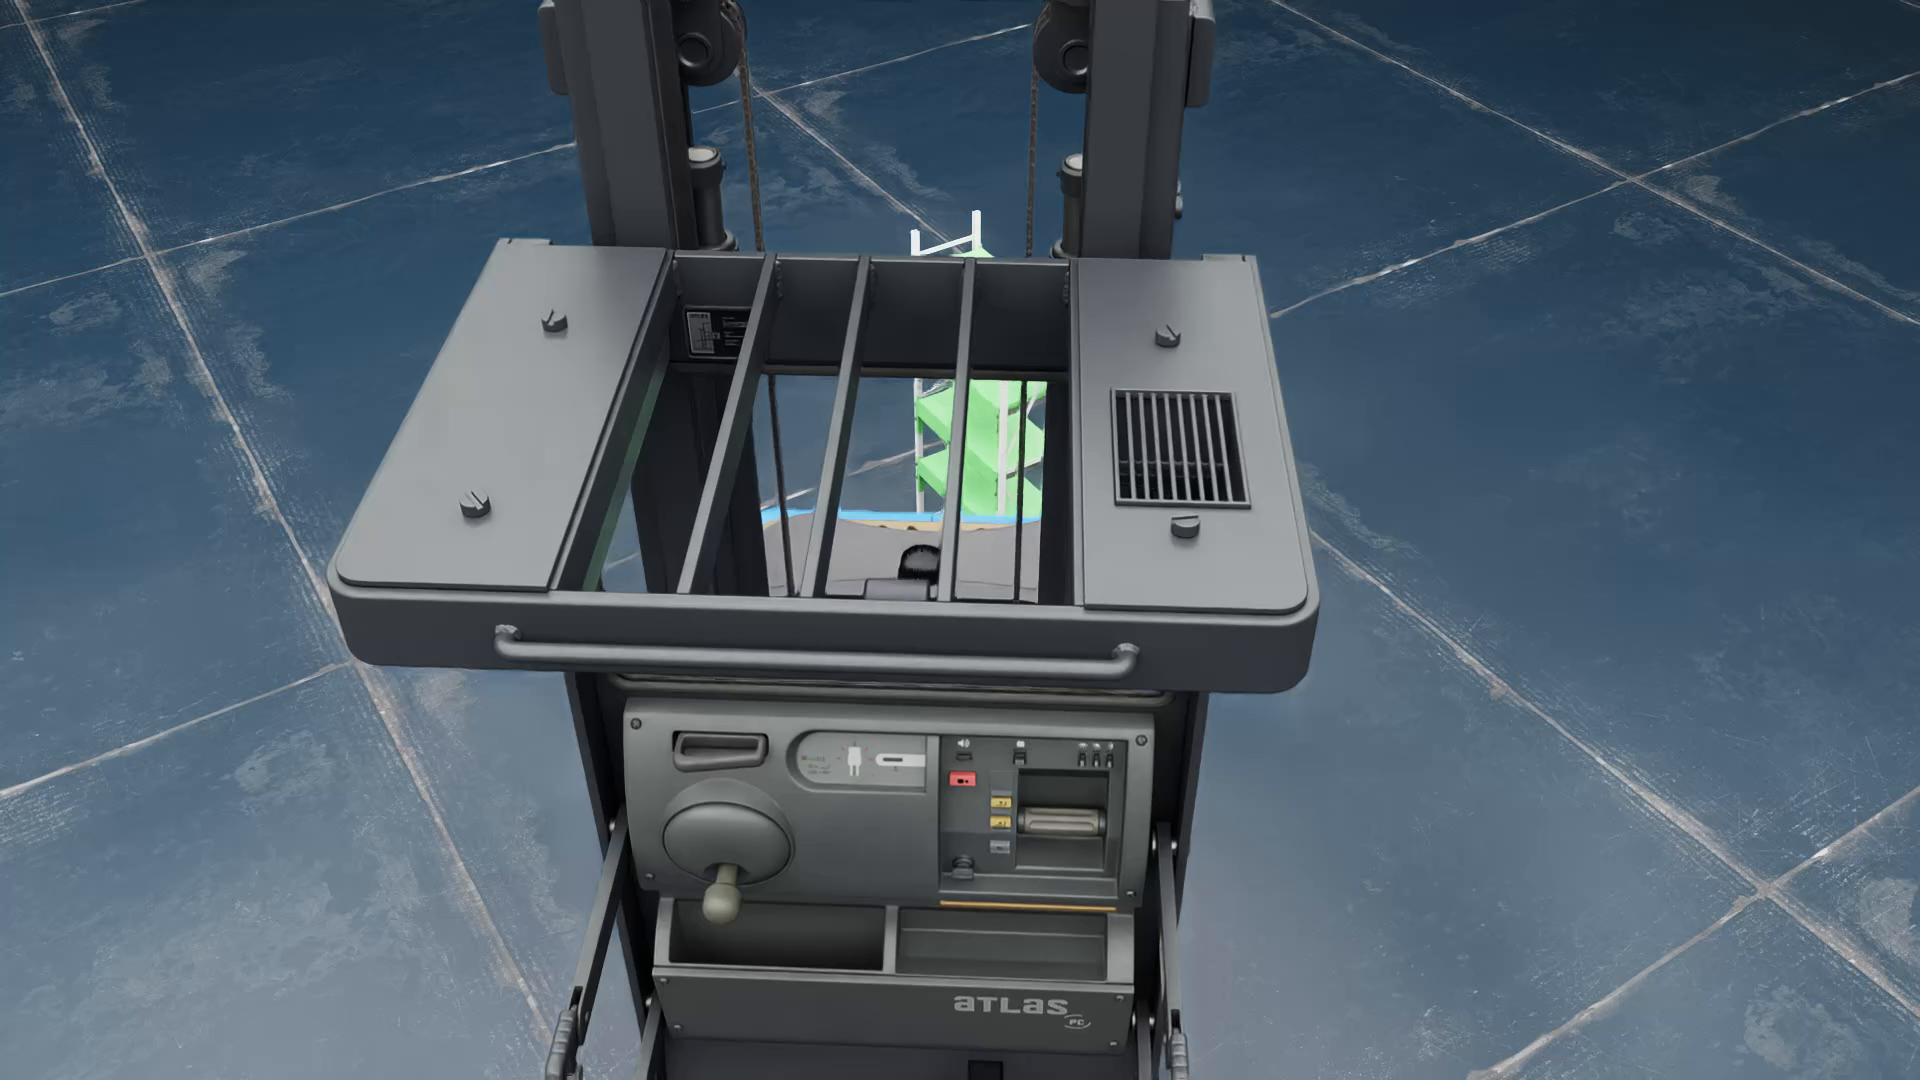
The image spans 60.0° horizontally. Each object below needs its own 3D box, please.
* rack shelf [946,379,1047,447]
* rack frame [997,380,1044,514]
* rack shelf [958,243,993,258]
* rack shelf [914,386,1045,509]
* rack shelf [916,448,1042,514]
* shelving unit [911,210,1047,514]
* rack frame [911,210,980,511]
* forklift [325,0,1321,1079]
[{"bbox_3d":[0.089,-0.507,5.146,0.258,0.148,0.480,-22,45,-24],"label":"rack shelf"},{"bbox_3d":[0.220,-0.240,5.101,0.240,1.200,0.015,-22,45,-24],"label":"rack frame"},{"bbox_3d":[0.089,-0.691,4.992,0.258,0.148,0.480,-22,45,-24],"label":"rack shelf"},{"bbox_3d":[0.089,-0.323,5.300,0.258,0.148,0.480,-22,45,-24],"label":"rack shelf"},{"bbox_3d":[0.089,-0.138,5.453,0.258,0.148,0.480,-22,45,-24],"label":"rack shelf"},{"bbox_3d":[0.089,-0.372,5.259,0.258,1.200,0.503,-22,45,-24],"label":"shelving unit"},{"bbox_3d":[-0.042,-0.503,5.417,0.240,1.200,0.015,-22,45,-24],"label":"rack frame"},{"bbox_3d":[-0.135,0.566,2.781,1.130,2.935,3.031,2,40,2],"label":"forklift"}]
